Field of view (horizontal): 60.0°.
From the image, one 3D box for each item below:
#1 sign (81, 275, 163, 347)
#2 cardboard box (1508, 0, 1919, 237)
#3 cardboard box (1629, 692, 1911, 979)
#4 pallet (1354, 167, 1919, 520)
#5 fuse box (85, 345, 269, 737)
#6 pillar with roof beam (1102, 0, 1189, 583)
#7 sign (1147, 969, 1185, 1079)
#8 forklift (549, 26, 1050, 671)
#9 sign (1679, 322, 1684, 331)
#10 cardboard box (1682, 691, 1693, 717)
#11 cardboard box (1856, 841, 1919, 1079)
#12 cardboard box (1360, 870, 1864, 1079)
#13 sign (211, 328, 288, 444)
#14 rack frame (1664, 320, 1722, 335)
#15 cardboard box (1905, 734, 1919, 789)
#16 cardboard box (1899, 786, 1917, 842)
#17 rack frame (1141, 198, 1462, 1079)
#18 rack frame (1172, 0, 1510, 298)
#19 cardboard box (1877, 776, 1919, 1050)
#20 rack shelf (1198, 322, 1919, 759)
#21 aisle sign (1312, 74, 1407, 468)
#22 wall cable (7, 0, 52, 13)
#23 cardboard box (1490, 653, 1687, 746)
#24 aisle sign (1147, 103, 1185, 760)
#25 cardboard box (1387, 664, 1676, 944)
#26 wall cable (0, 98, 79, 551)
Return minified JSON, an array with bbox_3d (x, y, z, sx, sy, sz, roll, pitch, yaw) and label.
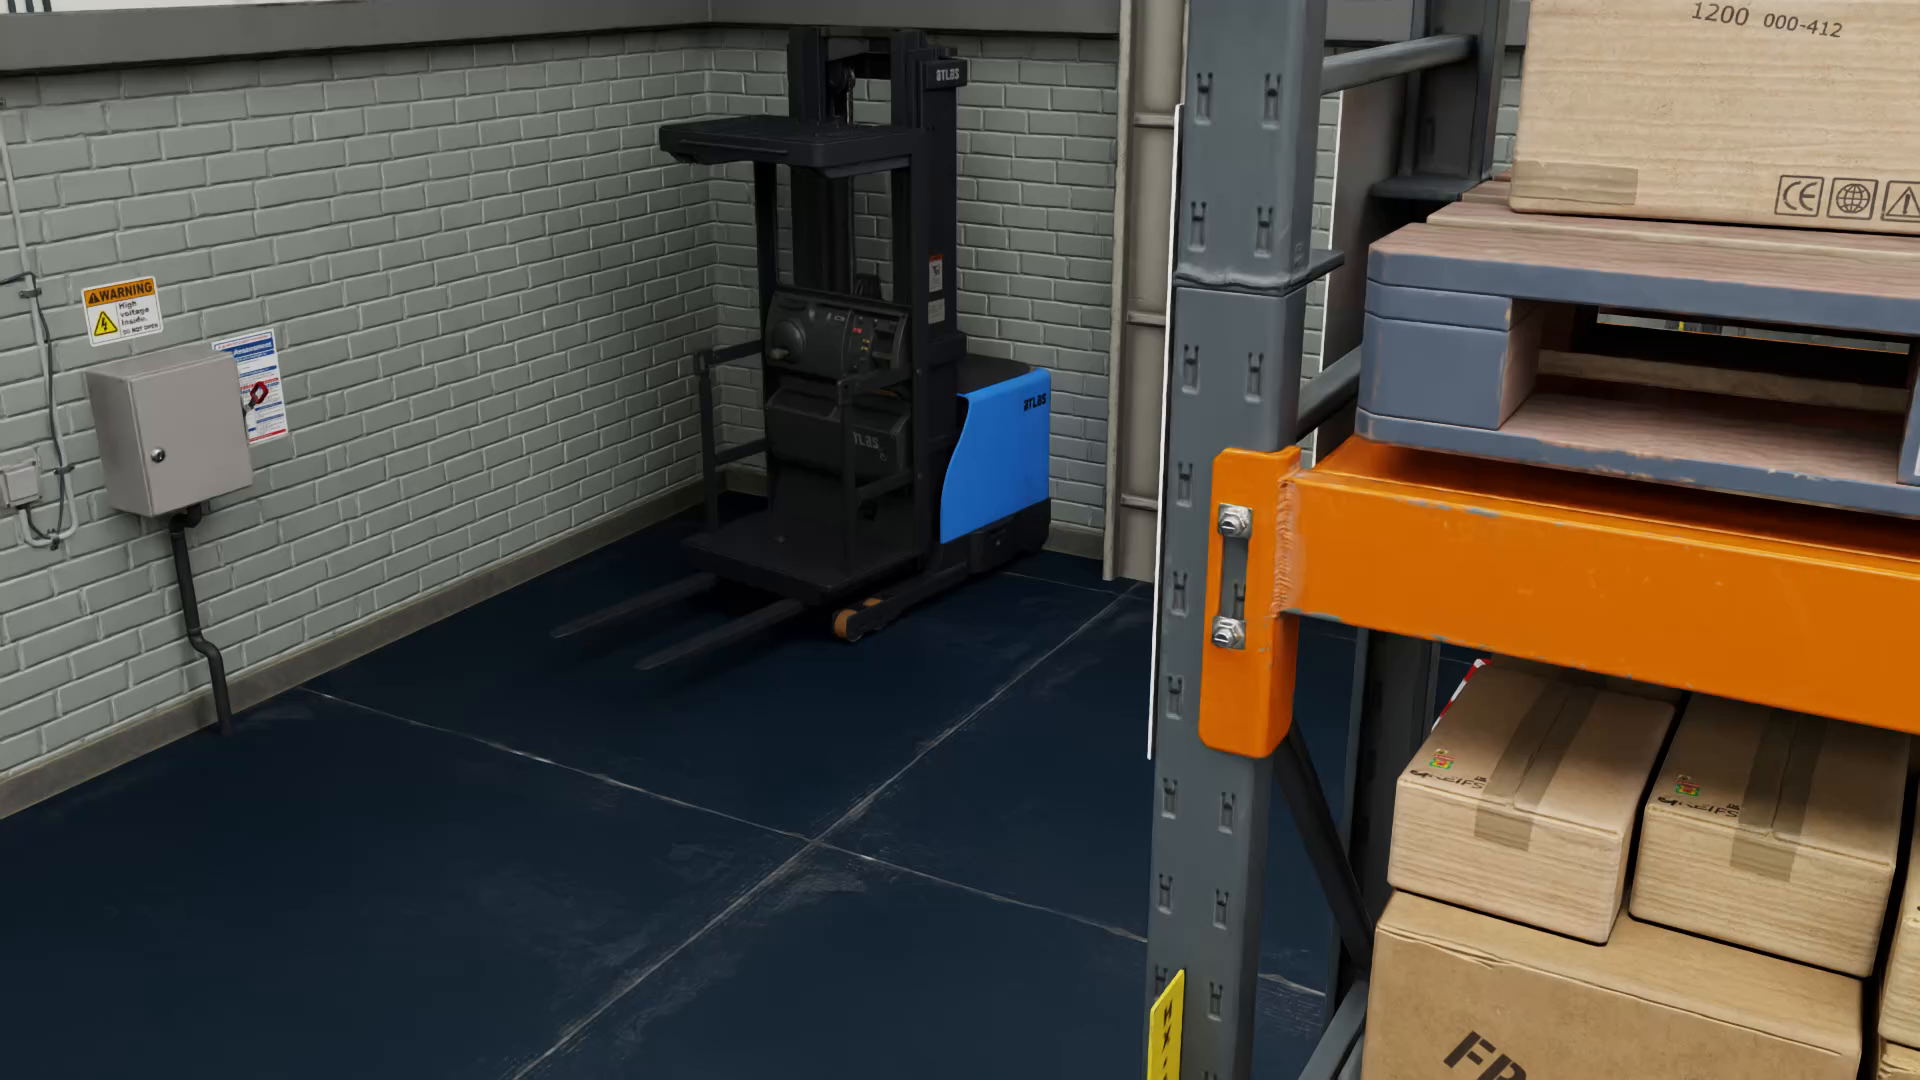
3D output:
[{"bbox_3d":[-3.456,-0.947,6.867,0.001,0.242,0.339,11,23,27],"label":"sign"},{"bbox_3d":[0.971,-0.545,2.028,0.500,0.250,0.500,9,22,22],"label":"cardboard box"},{"bbox_3d":[0.973,0.333,1.985,0.250,0.149,0.380,11,23,29],"label":"cardboard box"},{"bbox_3d":[1.187,-0.257,1.907,1.213,0.211,1.003,11,23,27],"label":"pallet"},{"bbox_3d":[-3.248,0.065,7.178,0.414,1.711,0.539,11,23,27],"label":"fuse box"},{"bbox_3d":[-1.062,-2.743,4.230,0.400,9.000,9.100,11,23,27],"label":"pillar with roof beam"},{"bbox_3d":[0.258,0.711,2.121,0.005,0.325,0.100,11,23,27],"label":"sign"},{"bbox_3d":[-0.775,-1.050,8.462,1.130,2.935,3.031,15,25,36],"label":"forklift"},{"bbox_3d":[2.687,-0.733,6.217,0.005,0.325,0.100,11,23,27],"label":"sign"},{"bbox_3d":[1.179,0.204,2.340,0.250,0.149,0.380,11,23,28],"label":"cardboard box"},{"bbox_3d":[1.269,0.722,1.863,0.500,0.500,0.500,10,22,26],"label":"cardboard box"},{"bbox_3d":[0.814,0.638,2.094,0.500,0.500,0.500,10,22,26],"label":"cardboard box"},{"bbox_3d":[-3.188,-0.678,7.475,0.001,0.494,0.329,11,23,27],"label":"sign"},{"bbox_3d":[2.952,-0.488,6.810,0.127,3.000,1.000,11,23,27],"label":"rack frame"},{"bbox_3d":[1.445,0.222,2.291,0.250,0.149,0.380,11,22,27],"label":"cardboard box"},{"bbox_3d":[1.542,0.561,2.306,0.500,0.500,0.500,11,23,27],"label":"cardboard box"},{"bbox_3d":[0.534,0.991,2.735,0.127,3.000,1.000,11,23,27],"label":"rack frame"},{"bbox_3d":[0.534,-1.829,1.712,0.127,3.000,1.000,11,23,27],"label":"rack frame"},{"bbox_3d":[1.144,0.410,1.772,0.250,0.149,0.380,12,23,29],"label":"cardboard box"},{"bbox_3d":[2.280,0.251,1.429,4.000,0.370,1.077,11,23,27],"label":"rack shelf"},{"bbox_3d":[0.623,-0.336,2.579,0.004,0.787,0.394,11,23,27],"label":"aisle sign"},{"bbox_3d":[-2.808,-3.756,6.967,0.133,3.039,2.988,11,23,27],"label":"wall cable"},{"bbox_3d":[0.945,0.169,2.437,0.250,0.149,0.380,11,23,28],"label":"cardboard box"},{"bbox_3d":[0.330,-0.157,2.087,0.004,0.787,0.394,11,23,27],"label":"aisle sign"},{"bbox_3d":[0.709,0.310,2.047,0.250,0.149,0.380,11,23,28],"label":"cardboard box"},{"bbox_3d":[-3.718,-0.842,6.297,0.122,1.984,0.588,11,23,27],"label":"wall cable"}]
